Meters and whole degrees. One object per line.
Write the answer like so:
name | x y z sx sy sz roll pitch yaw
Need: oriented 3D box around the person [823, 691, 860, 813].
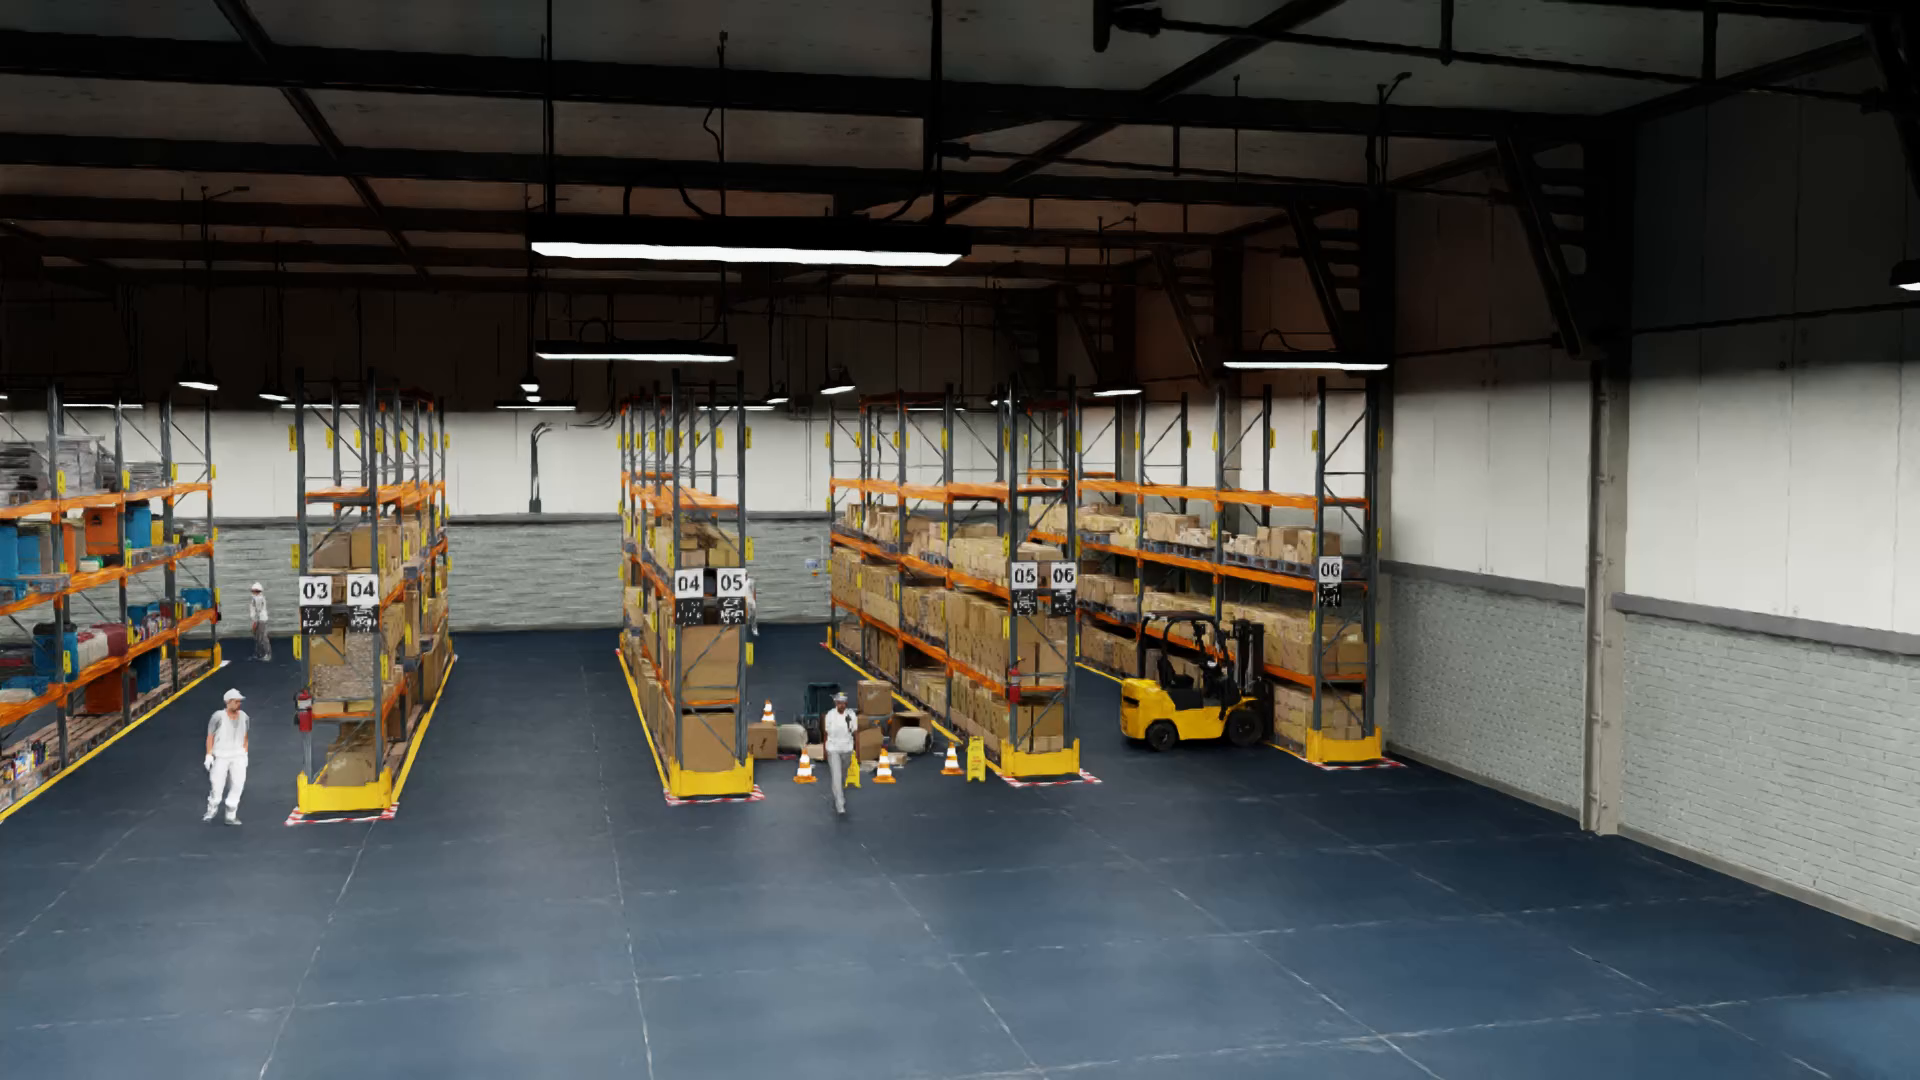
person | -1.600 2.836 22.544 0.461 1.626 0.999 -1 4 -15

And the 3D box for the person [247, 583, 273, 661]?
person | -15.957 1.857 37.843 0.581 1.773 0.583 -1 4 -19

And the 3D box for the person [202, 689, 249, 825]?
person | -9.586 2.822 21.709 0.577 1.775 0.588 3 5 42

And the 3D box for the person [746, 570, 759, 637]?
person | -5.452 1.585 42.556 0.587 1.772 0.580 1 4 22
